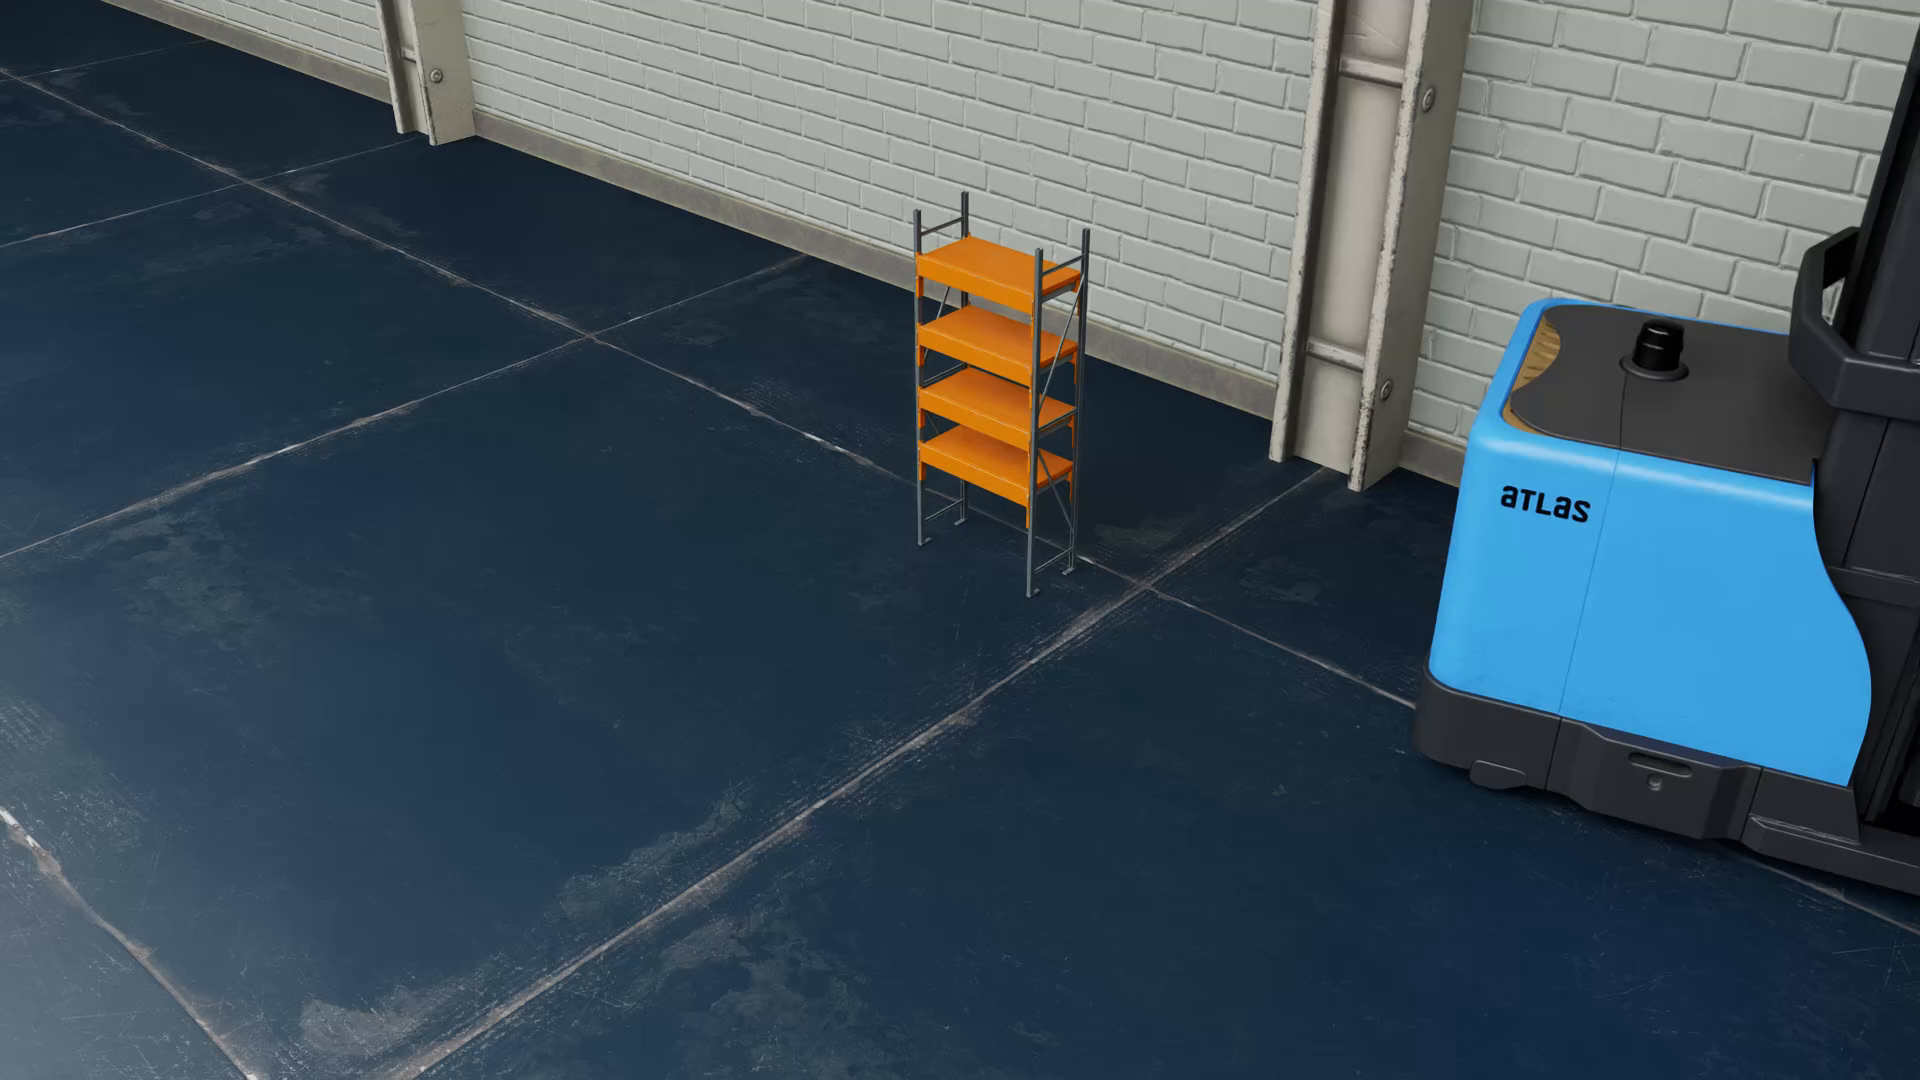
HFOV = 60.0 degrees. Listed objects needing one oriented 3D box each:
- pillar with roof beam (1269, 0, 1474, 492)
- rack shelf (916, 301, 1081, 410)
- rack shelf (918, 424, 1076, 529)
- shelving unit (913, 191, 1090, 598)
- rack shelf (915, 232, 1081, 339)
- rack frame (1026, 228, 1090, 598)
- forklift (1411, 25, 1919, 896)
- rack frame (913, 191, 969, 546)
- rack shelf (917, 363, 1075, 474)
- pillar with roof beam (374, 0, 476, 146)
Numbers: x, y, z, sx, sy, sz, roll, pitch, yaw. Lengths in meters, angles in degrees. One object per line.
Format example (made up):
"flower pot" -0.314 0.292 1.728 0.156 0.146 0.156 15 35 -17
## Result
"pillar with roof beam" -1.479 -2.509 1.192 0.400 9.000 9.100 25 39 35
"rack shelf" 0.123 -0.591 5.265 0.480 0.148 0.258 25 39 35
"rack shelf" 0.123 -0.229 5.482 0.480 0.148 0.258 25 39 35
"shelving unit" 0.123 -0.457 5.345 0.503 1.200 0.258 25 39 35
"rack shelf" 0.123 -0.793 5.143 0.480 0.148 0.258 25 39 35
"rack frame" 0.304 -0.372 5.205 0.015 1.200 0.240 25 39 35
"forklift" 2.829 -0.516 3.764 3.031 2.935 1.130 14 34 21
"rack frame" -0.058 -0.541 5.486 0.015 1.200 0.240 25 39 35
"rack shelf" 0.123 -0.399 5.380 0.480 0.148 0.258 25 39 35
"pillar with roof beam" -5.928 -4.585 4.641 0.400 9.000 9.100 25 39 35
